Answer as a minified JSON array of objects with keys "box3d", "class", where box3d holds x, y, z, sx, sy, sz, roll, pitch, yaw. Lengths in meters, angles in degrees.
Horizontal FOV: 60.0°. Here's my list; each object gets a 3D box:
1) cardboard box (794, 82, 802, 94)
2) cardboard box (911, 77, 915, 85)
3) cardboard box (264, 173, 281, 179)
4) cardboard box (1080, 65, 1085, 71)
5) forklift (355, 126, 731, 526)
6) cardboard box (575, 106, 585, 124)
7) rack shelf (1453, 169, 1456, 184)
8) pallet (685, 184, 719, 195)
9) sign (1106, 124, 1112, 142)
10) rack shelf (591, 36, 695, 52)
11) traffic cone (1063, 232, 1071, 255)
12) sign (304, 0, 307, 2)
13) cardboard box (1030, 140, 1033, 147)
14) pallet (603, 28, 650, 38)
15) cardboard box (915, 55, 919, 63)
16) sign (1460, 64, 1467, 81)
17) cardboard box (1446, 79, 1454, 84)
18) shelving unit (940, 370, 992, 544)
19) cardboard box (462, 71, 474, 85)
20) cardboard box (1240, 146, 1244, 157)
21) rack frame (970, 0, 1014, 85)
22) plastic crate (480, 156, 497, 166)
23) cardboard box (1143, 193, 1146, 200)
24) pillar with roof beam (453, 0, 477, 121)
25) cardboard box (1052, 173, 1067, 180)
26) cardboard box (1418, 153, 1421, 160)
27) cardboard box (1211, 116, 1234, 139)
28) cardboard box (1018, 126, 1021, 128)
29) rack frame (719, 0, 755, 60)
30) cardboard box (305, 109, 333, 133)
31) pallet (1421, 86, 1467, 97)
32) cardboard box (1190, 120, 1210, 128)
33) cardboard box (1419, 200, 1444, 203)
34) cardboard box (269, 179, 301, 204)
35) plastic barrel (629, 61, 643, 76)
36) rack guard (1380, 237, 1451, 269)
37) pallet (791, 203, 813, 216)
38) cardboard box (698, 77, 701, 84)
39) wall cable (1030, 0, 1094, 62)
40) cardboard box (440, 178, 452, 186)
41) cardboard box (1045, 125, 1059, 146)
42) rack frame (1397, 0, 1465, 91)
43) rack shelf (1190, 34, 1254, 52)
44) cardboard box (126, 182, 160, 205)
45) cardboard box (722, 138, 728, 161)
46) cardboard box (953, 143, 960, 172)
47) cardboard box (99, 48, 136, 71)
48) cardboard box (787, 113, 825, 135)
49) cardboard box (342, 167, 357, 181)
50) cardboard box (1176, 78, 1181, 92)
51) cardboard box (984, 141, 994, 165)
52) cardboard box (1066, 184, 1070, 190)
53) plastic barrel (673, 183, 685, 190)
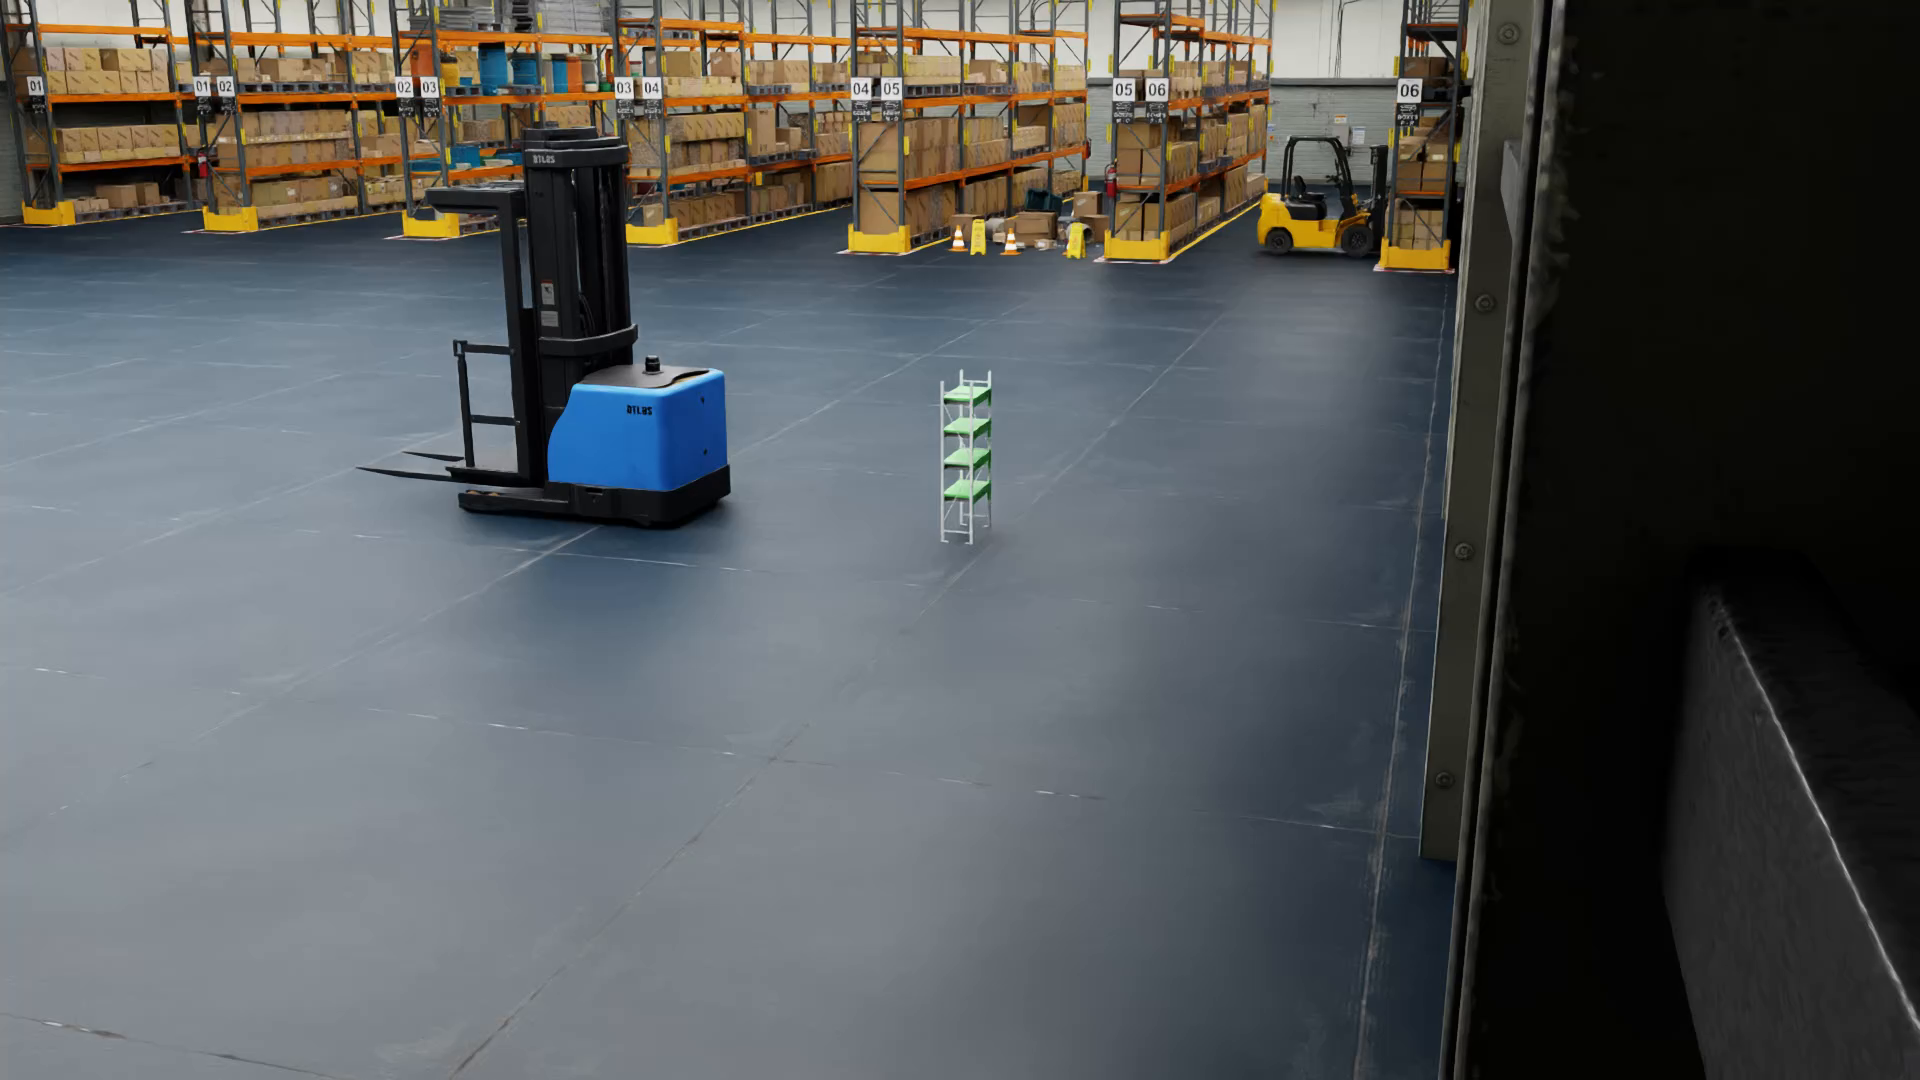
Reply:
[{"box3d":[-4.020,-10.586,38.933,0.500,0.250,0.500,5,16,16],"class":"cardboard box"},{"box3d":[-1.062,-8.689,31.478,0.380,0.149,0.250,5,17,16],"class":"cardboard box"},{"box3d":[-18.394,-9.459,43.954,0.700,0.500,0.500,5,17,17],"class":"cardboard box"},{"box3d":[3.195,-12.865,45.320,0.380,0.149,0.250,4,16,15],"class":"cardboard box"},{"box3d":[-3.422,-1.741,13.096,3.031,2.935,1.130,6,17,19],"class":"forklift"},{"box3d":[-11.364,-12.475,48.798,0.500,0.500,0.500,5,17,17],"class":"cardboard box"},{"box3d":[9.701,-7.468,34.479,1.077,0.370,4.000,5,16,16],"class":"rack shelf"},{"box3d":[-7.433,-9.774,46.402,1.003,0.211,1.213,5,16,16],"class":"pallet"},{"box3d":[2.709,-7.385,30.169,0.100,0.325,0.005,5,16,16],"class":"sign"},{"box3d":[-8.173,-12.745,42.822,1.077,0.370,4.000,5,16,16],"class":"rack shelf"},{"box3d":[2.121,-5.620,31.296,0.336,0.463,0.334,5,16,16],"class":"traffic cone"},{"box3d":[-15.149,-12.625,38.491,0.100,0.325,0.005,5,16,16],"class":"sign"},{"box3d":[1.581,-9.746,40.883,0.380,0.149,0.250,5,17,18],"class":"cardboard box"},{"box3d":[-8.507,-12.663,41.562,1.213,0.211,1.003,5,16,16],"class":"pallet"},{"box3d":[-0.994,-9.137,31.593,0.380,0.149,0.250,4,16,15],"class":"cardboard box"},{"box3d":[9.665,-8.978,31.895,0.100,0.325,0.005,5,16,16],"class":"sign"},{"box3d":[9.562,-9.070,32.819,0.380,0.149,0.250,5,16,16],"class":"cardboard box"},{"box3d":[0.047,-0.621,12.318,0.258,1.200,0.503,5,16,16],"class":"shelving unit"},{"box3d":[-13.252,-12.000,43.460,0.910,0.500,0.500,5,16,16],"class":"cardboard box"},{"box3d":[6.614,-9.425,40.337,0.500,0.250,0.500,4,16,15],"class":"cardboard box"},{"box3d":[0.734,-11.965,38.021,1.000,3.000,0.127,5,16,16],"class":"rack frame"},{"box3d":[-10.534,-8.392,36.807,0.450,0.188,0.662,5,16,16],"class":"plastic crate"},{"box3d":[3.328,-6.577,31.726,0.380,0.149,0.250,5,17,17],"class":"cardboard box"},{"box3d":[-11.901,-16.061,52.462,9.100,9.000,0.400,5,16,16],"class":"pillar with roof beam"},{"box3d":[2.636,-9.723,44.475,0.380,0.149,0.250,5,17,16],"class":"cardboard box"},{"box3d":[8.002,-6.849,29.607,0.380,0.149,0.250,5,17,17],"class":"cardboard box"},{"box3d":[6.015,-9.491,38.278,0.500,0.500,0.500,5,16,16],"class":"cardboard box"},{"box3d":[1.318,-10.425,42.187,0.380,0.149,0.250,6,17,19],"class":"cardboard box"},{"box3d":[-6.468,-14.853,48.203,1.000,3.000,0.127,5,16,16],"class":"rack frame"},{"box3d":[-14.888,-9.636,38.243,0.700,0.500,0.500,5,16,16],"class":"cardboard box"},{"box3d":[9.847,-9.212,34.159,1.003,0.211,1.213,5,17,18],"class":"pallet"},{"box3d":[5.055,-8.768,35.057,0.380,0.149,0.250,6,17,19],"class":"cardboard box"},{"box3d":[8.892,-6.242,31.276,0.500,0.250,0.500,5,17,16],"class":"cardboard box"},{"box3d":[-15.127,-7.792,37.197,0.500,0.500,0.500,5,16,16],"class":"cardboard box"},{"box3d":[-8.382,-12.060,42.834,0.433,0.535,0.433,0,16,0],"class":"plastic barrel"},{"box3d":[7.989,-5.035,29.166,1.175,0.500,0.348,5,16,16],"class":"rack guard"},{"box3d":[-4.216,-7.944,39.949,1.003,0.211,1.213,5,16,16],"class":"pallet"},{"box3d":[-5.537,-9.420,34.090,0.380,0.149,0.250,4,16,15],"class":"cardboard box"},{"box3d":[3.193,-17.228,50.683,2.277,5.999,0.120,5,16,16],"class":"wall cable"},{"box3d":[-13.402,-9.252,42.691,0.500,0.311,0.500,5,17,17],"class":"cardboard box"},{"box3d":[2.254,-10.426,42.863,0.500,0.500,0.500,4,16,15],"class":"cardboard box"},{"box3d":[7.996,-9.130,28.028,1.000,3.000,0.127,5,16,16],"class":"rack frame"},{"box3d":[6.077,-11.592,38.758,1.077,0.370,4.000,5,16,16],"class":"rack shelf"},{"box3d":[-19.633,-8.330,39.975,0.500,0.500,0.500,3,16,12],"class":"cardboard box"},{"box3d":[-5.492,-8.393,35.695,0.875,0.500,0.500,5,16,16],"class":"cardboard box"},{"box3d":[-0.496,-8.007,34.786,0.875,0.550,0.550,5,16,16],"class":"cardboard box"},{"box3d":[-19.543,-11.143,38.571,0.500,0.500,0.500,4,16,14],"class":"cardboard box"},{"box3d":[-3.769,-10.210,40.808,0.797,0.503,0.637,5,17,18],"class":"cardboard box"},{"box3d":[-17.413,-10.443,46.821,0.750,0.750,0.750,5,17,18],"class":"cardboard box"},{"box3d":[3.786,-8.384,30.624,0.500,0.250,0.500,4,16,15],"class":"cardboard box"},{"box3d":[0.437,-8.592,36.942,0.500,0.500,0.500,5,17,17],"class":"cardboard box"},{"box3d":[2.758,-9.503,44.792,0.380,0.149,0.250,5,17,17],"class":"cardboard box"},{"box3d":[-7.775,-9.972,45.064,0.600,0.901,0.708,5,16,16],"class":"plastic barrel"}]
